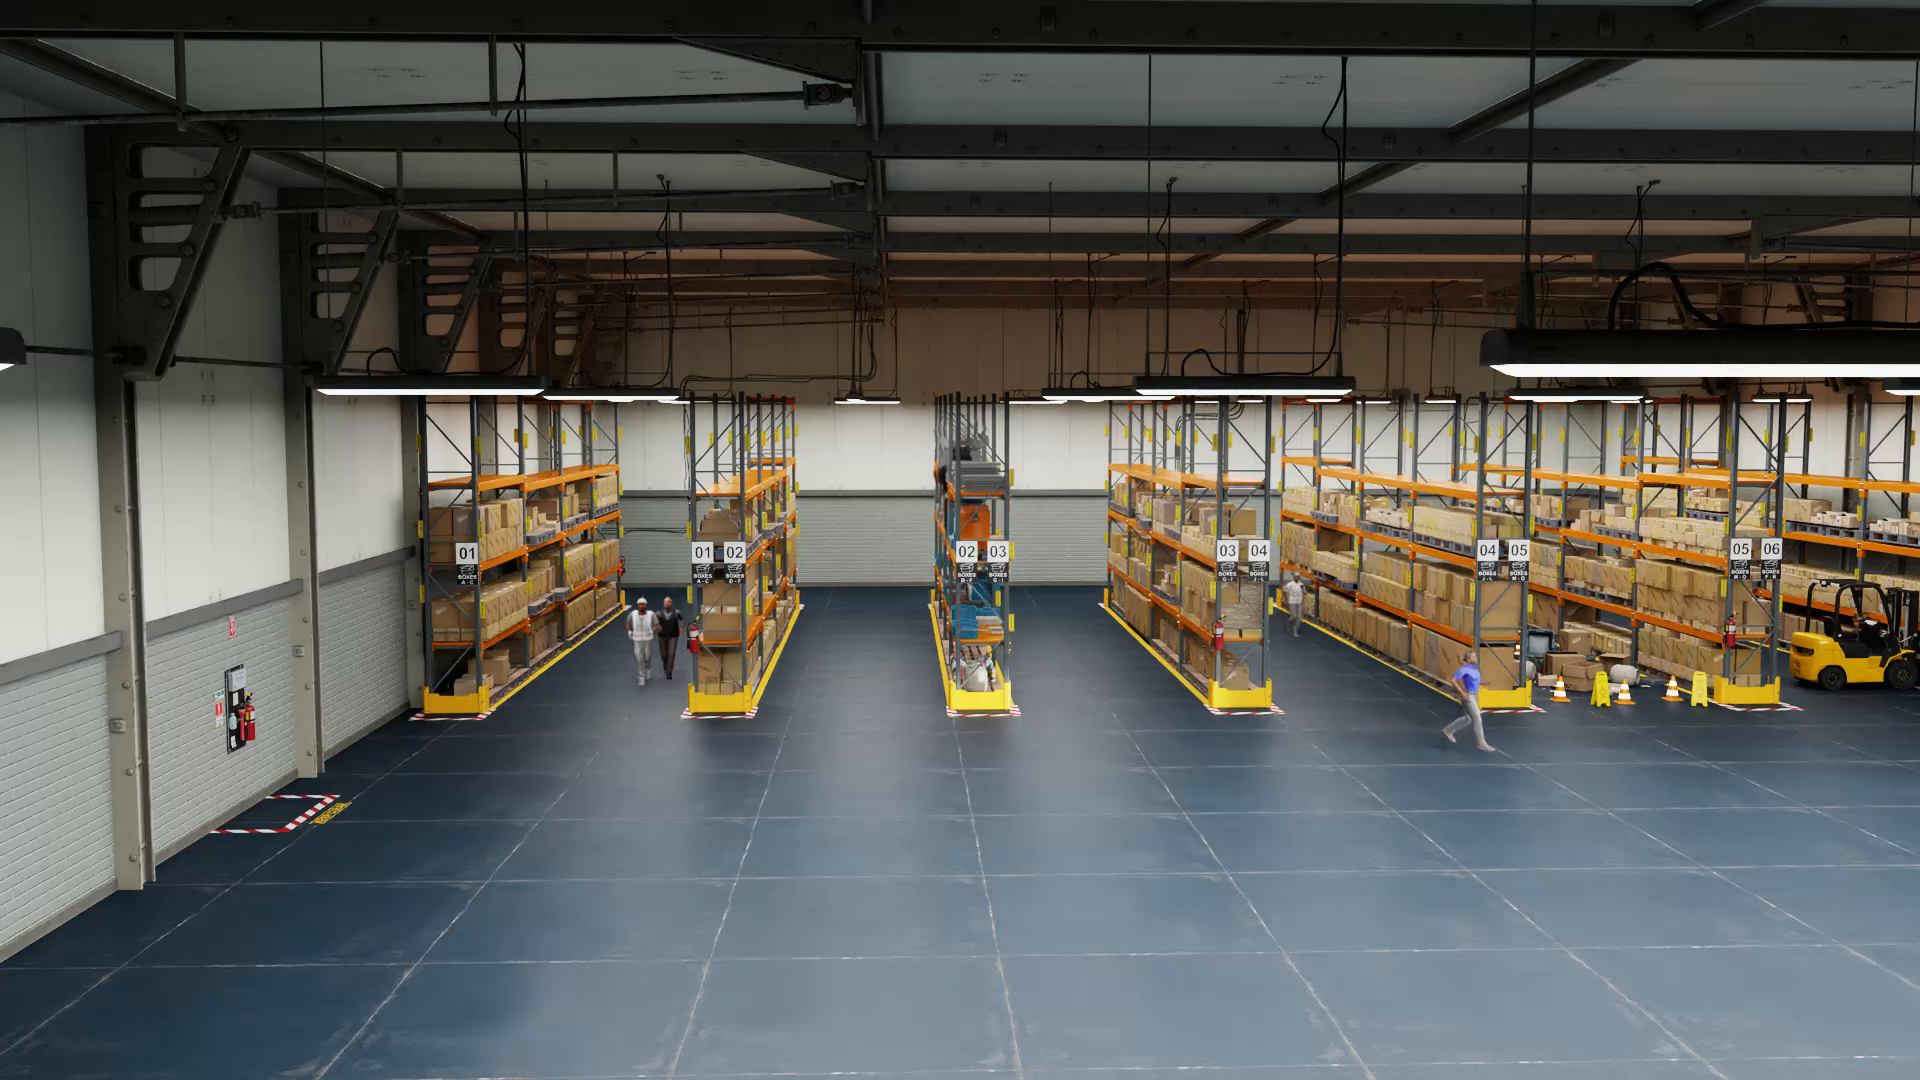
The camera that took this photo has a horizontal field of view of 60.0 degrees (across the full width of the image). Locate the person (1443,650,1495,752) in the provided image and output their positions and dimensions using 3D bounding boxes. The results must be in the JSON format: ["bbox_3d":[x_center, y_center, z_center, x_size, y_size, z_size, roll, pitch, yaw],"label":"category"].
[{"bbox_3d":[8.493,2.658,27.737,0.941,1.639,0.578,3,6,36],"label":"person"}]

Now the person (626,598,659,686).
[{"bbox_3d":[-6.565,2.080,34.403,0.688,1.783,0.837,-1,5,-8],"label":"person"}]

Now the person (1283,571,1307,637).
[{"bbox_3d":[8.366,1.586,41.418,0.575,1.657,0.559,-1,5,-7],"label":"person"}]

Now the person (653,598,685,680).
[{"bbox_3d":[-6.143,2.066,35.087,0.676,1.686,0.971,0,5,-6],"label":"person"}]
